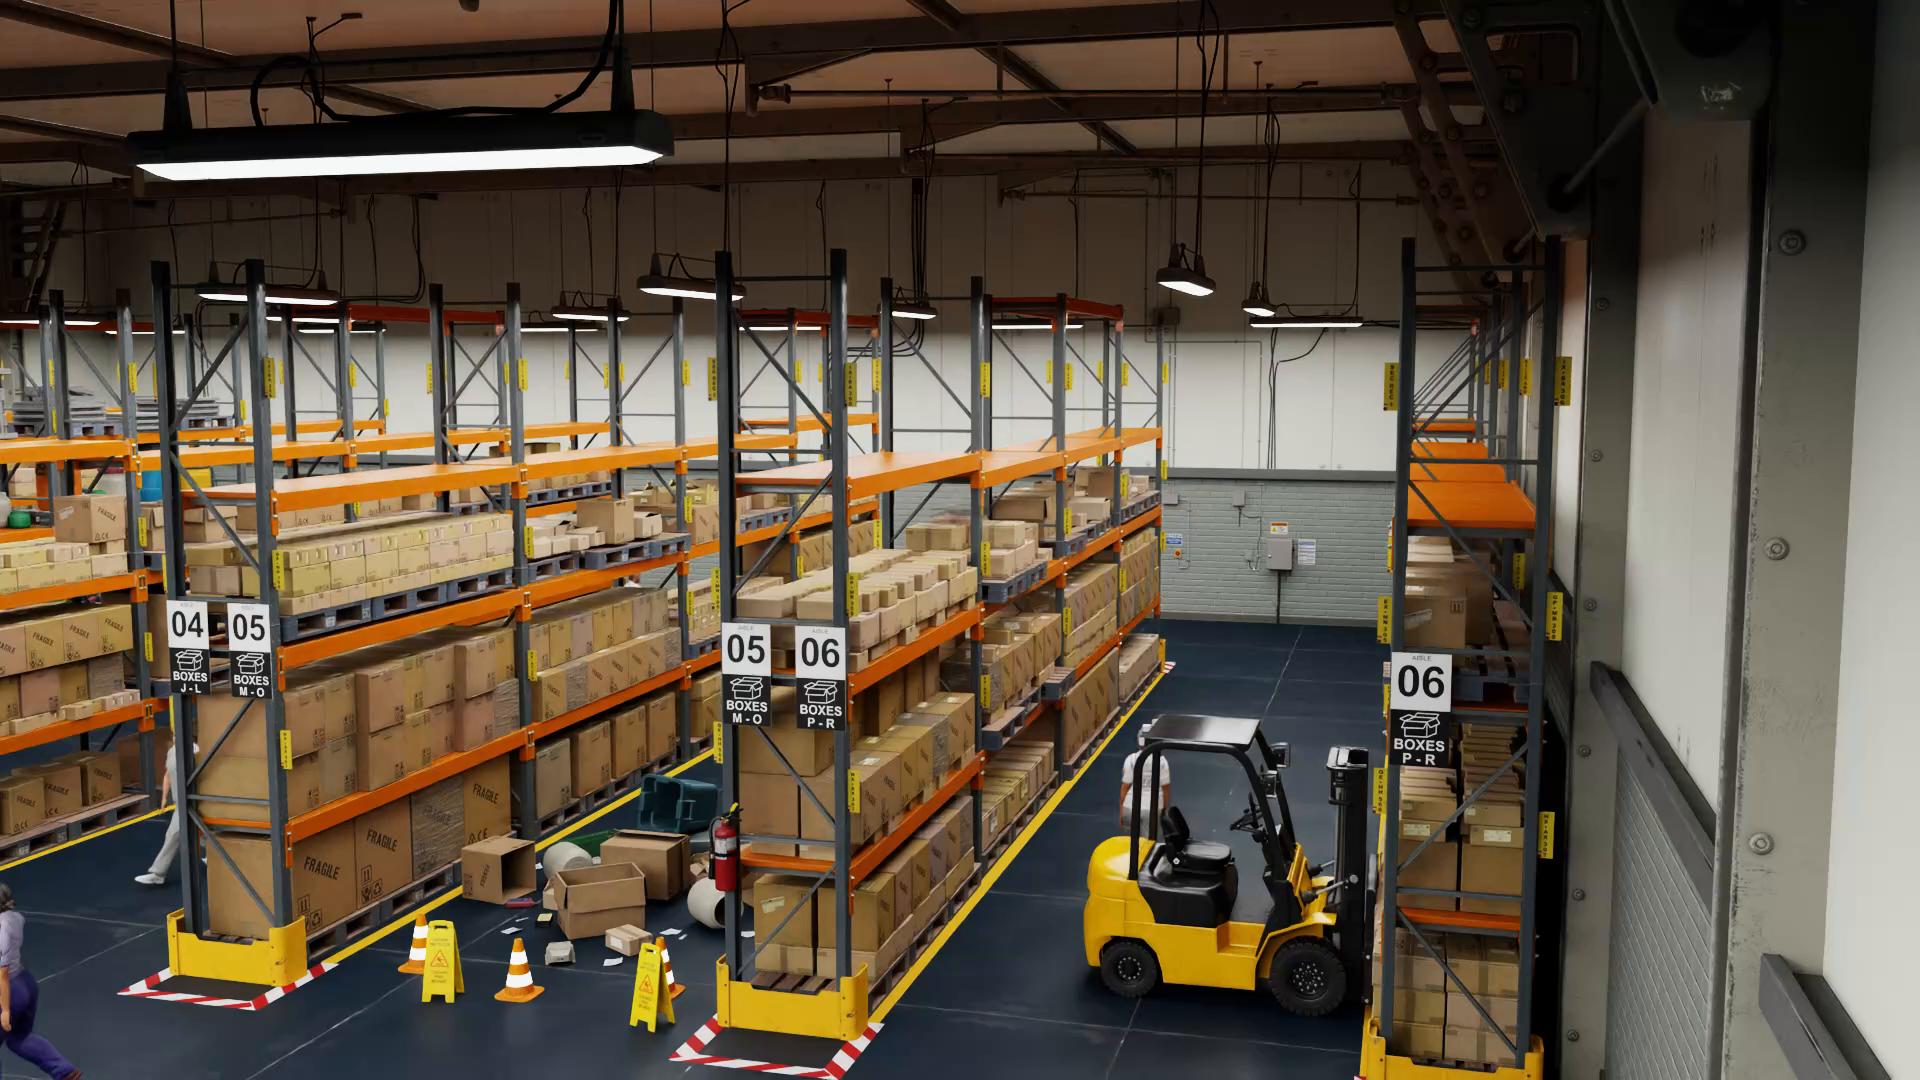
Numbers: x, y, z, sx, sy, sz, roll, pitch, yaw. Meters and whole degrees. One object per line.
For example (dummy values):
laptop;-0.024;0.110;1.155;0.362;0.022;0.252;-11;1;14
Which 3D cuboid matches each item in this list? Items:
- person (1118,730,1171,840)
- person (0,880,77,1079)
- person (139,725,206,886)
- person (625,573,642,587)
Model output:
person;1.806;2.637;16.259;0.503;1.636;0.842;1;6;12
person;-6.515;3.143;11.410;0.640;1.648;0.486;0;6;-3
person;-7.812;2.622;16.734;0.427;1.573;1.104;3;7;22
person;-5.434;1.357;27.642;0.546;1.782;0.637;-3;7;-24
